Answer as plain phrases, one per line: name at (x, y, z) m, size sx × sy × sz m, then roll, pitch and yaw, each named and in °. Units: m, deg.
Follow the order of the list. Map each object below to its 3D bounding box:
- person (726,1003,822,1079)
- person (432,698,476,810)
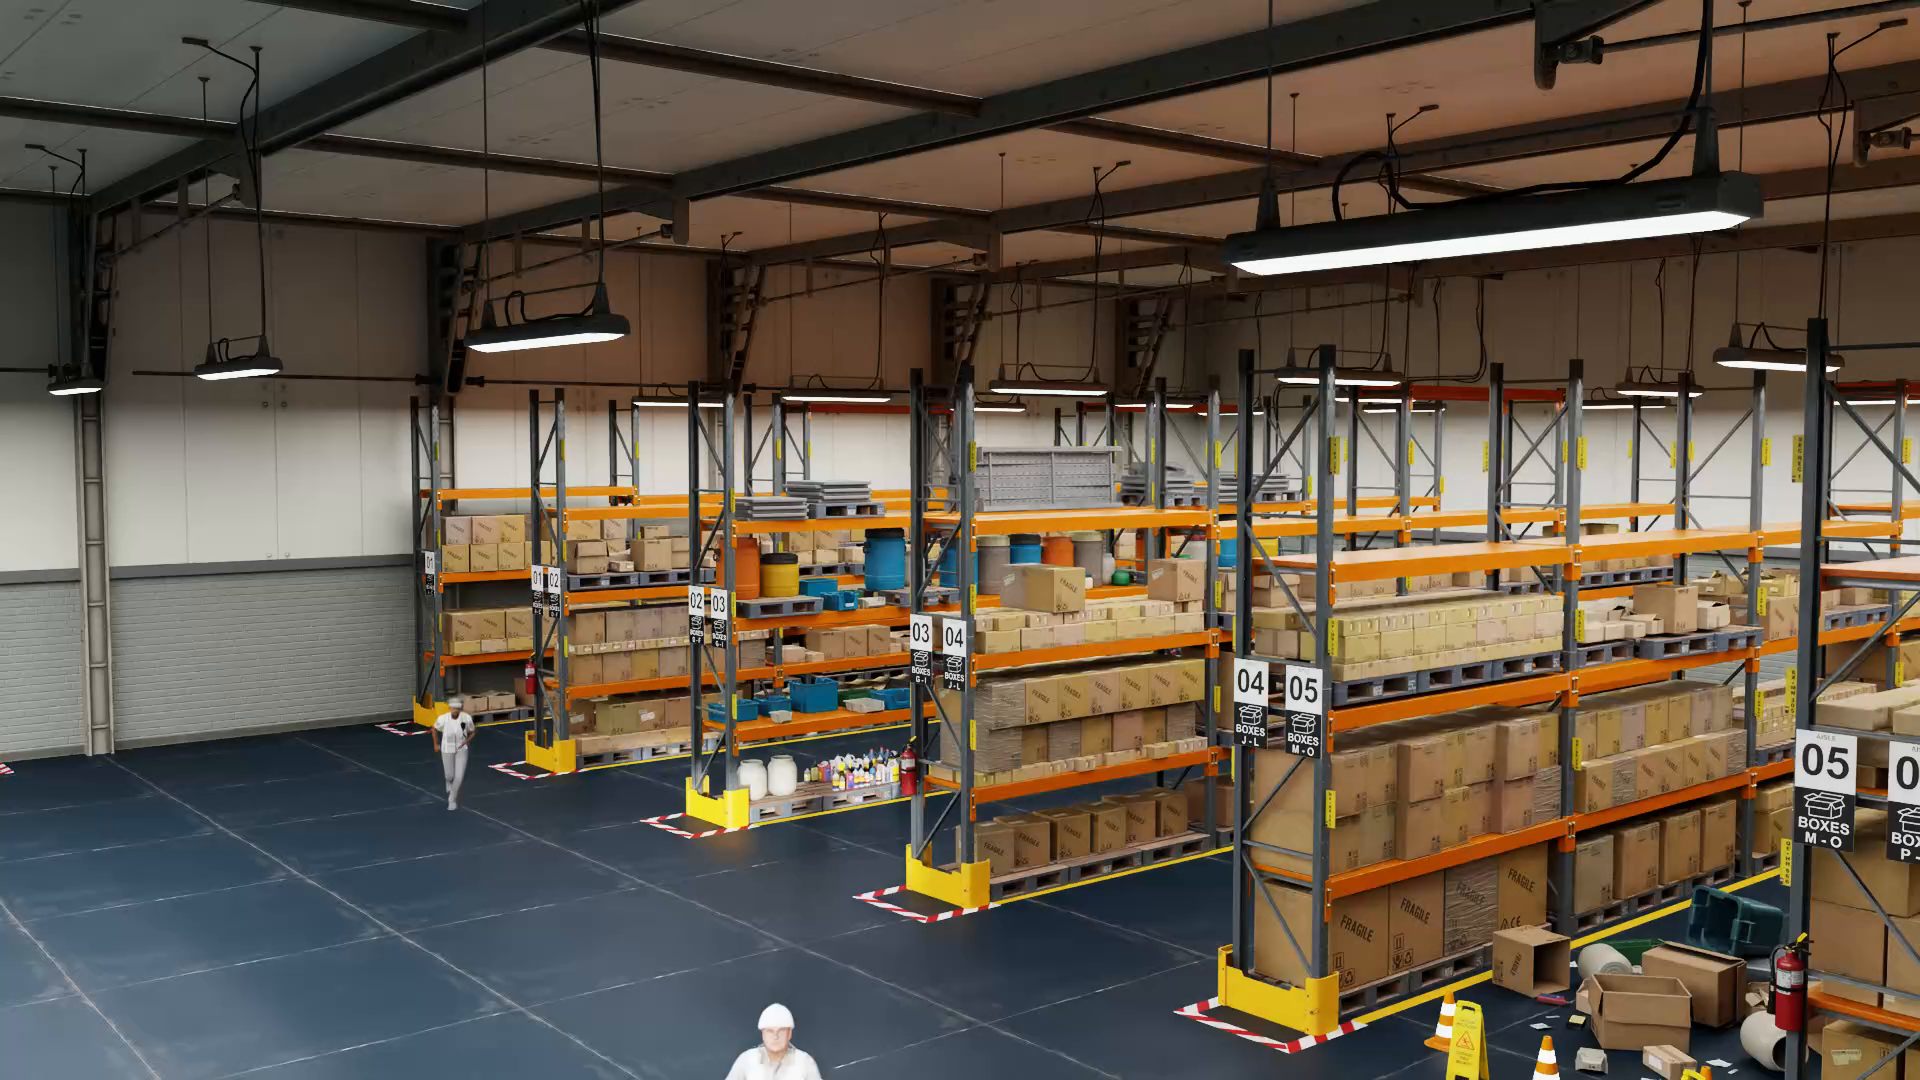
person at (-1.139, 3.697, 10.141) m, size 0.666 × 1.735 × 0.515 m, roll 0°, pitch 3°, yaw -2°
person at (-7.125, 2.996, 23.435) m, size 0.563 × 1.618 × 0.694 m, roll -1°, pitch 4°, yaw -24°
